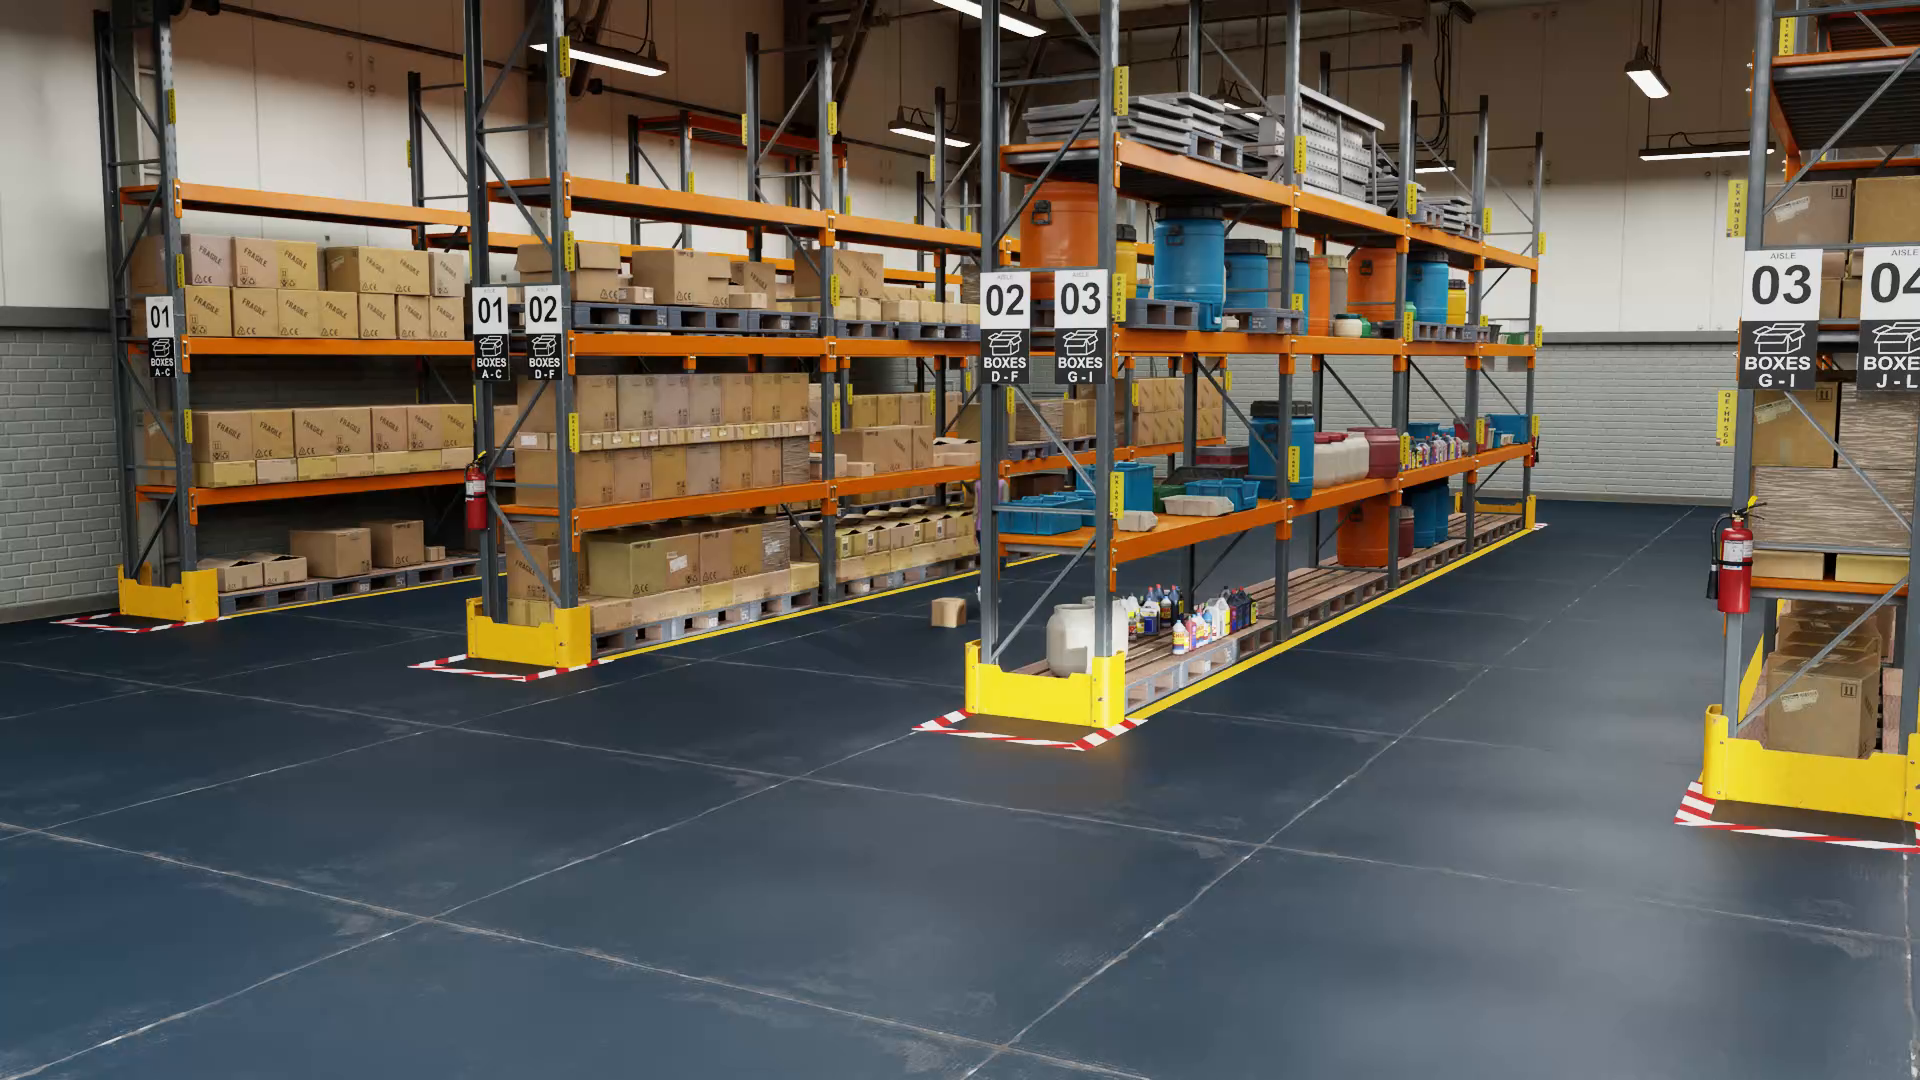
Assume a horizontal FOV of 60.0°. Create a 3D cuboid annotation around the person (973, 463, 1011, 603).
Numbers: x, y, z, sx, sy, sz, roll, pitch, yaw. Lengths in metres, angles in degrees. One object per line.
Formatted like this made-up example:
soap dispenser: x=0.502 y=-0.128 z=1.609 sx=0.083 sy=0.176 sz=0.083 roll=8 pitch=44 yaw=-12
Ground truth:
person: x=0.319 y=-0.079 z=17.188 sx=0.426 sy=1.569 sz=0.770 roll=3 pitch=7 yaw=22
